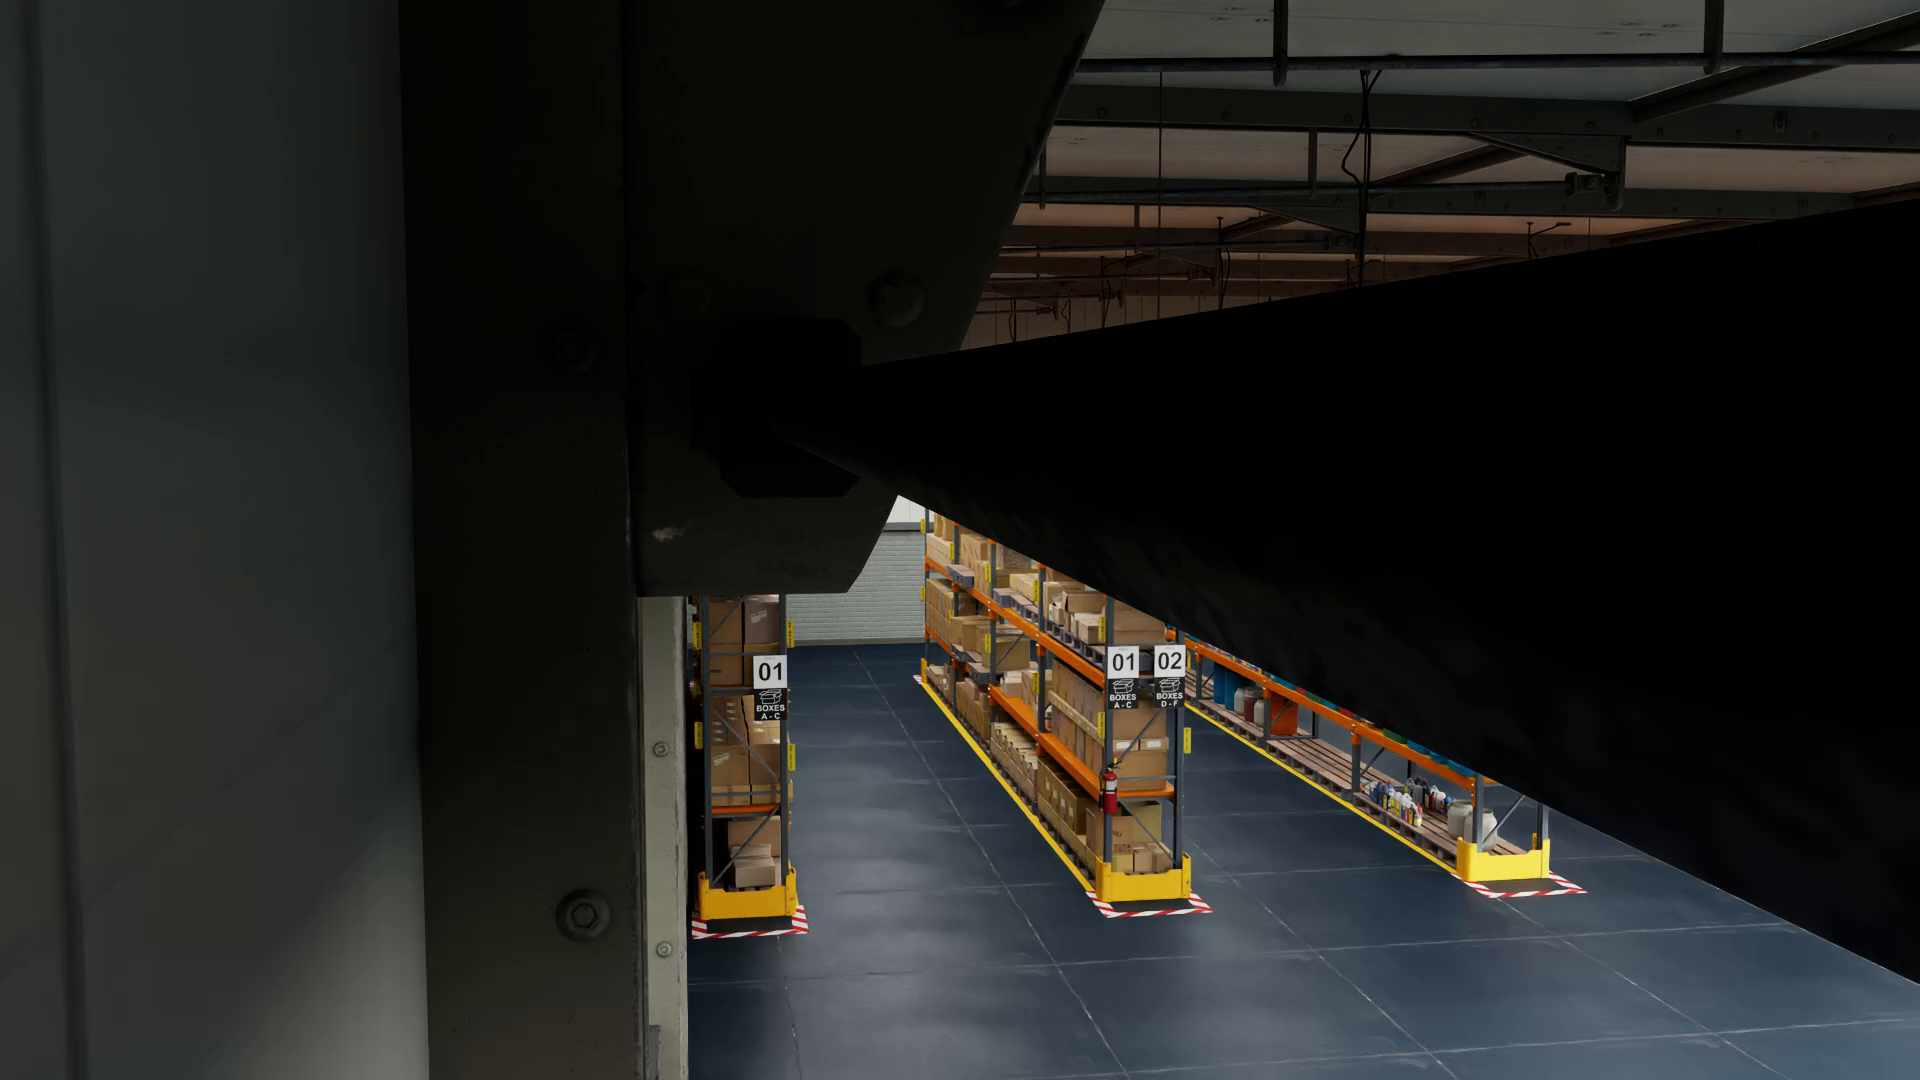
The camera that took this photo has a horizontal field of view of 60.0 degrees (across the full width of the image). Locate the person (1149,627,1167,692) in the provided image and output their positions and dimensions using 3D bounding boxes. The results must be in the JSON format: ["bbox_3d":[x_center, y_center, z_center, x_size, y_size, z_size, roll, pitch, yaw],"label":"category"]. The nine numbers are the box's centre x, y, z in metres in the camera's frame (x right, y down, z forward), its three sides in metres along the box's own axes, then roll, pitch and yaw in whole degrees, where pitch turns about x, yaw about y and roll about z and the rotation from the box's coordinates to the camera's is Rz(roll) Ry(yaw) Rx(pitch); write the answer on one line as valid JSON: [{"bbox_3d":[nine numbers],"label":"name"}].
[{"bbox_3d":[4.114,2.344,35.381,0.594,1.716,1.090,2,5,20],"label":"person"}]
